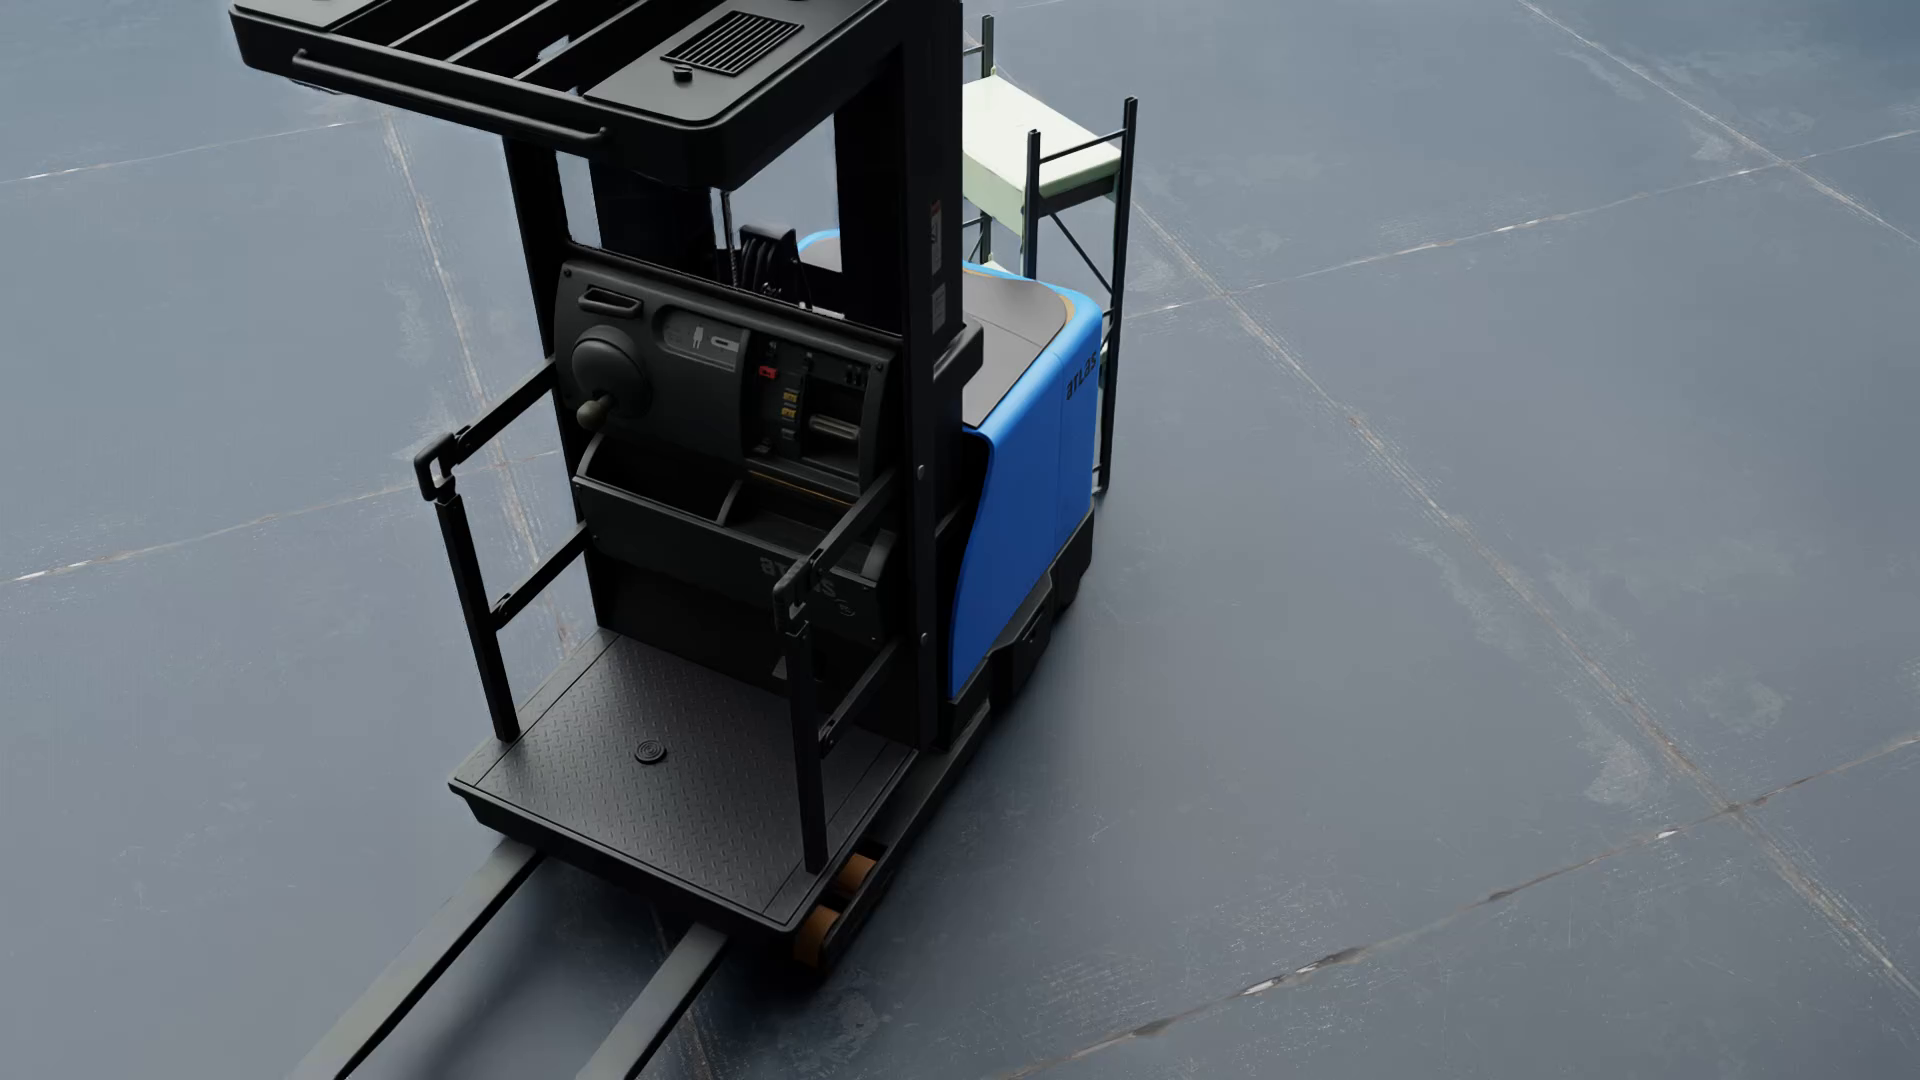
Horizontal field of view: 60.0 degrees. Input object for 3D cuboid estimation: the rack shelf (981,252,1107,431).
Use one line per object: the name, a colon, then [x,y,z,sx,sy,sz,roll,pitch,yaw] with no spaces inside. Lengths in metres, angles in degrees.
rack shelf: [0.153,-0.636,5.839,0.431,0.370,0.720,-25,46,-26]

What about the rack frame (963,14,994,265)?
rack frame: [-0.058,-1.078,5.853,0.400,1.500,0.023,-25,46,-26]

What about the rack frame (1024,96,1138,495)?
rack frame: [0.365,-0.688,5.400,0.400,1.500,0.023,-25,46,-26]

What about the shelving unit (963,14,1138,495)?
shelving unit: [0.153,-0.883,5.627,0.431,1.500,0.755,-25,46,-26]

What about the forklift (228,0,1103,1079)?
forklift: [-0.683,-0.310,3.863,1.130,2.935,3.031,19,44,20]

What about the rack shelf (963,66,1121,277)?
rack shelf: [0.153,-1.179,5.372,0.431,0.370,0.720,-25,46,-26]
